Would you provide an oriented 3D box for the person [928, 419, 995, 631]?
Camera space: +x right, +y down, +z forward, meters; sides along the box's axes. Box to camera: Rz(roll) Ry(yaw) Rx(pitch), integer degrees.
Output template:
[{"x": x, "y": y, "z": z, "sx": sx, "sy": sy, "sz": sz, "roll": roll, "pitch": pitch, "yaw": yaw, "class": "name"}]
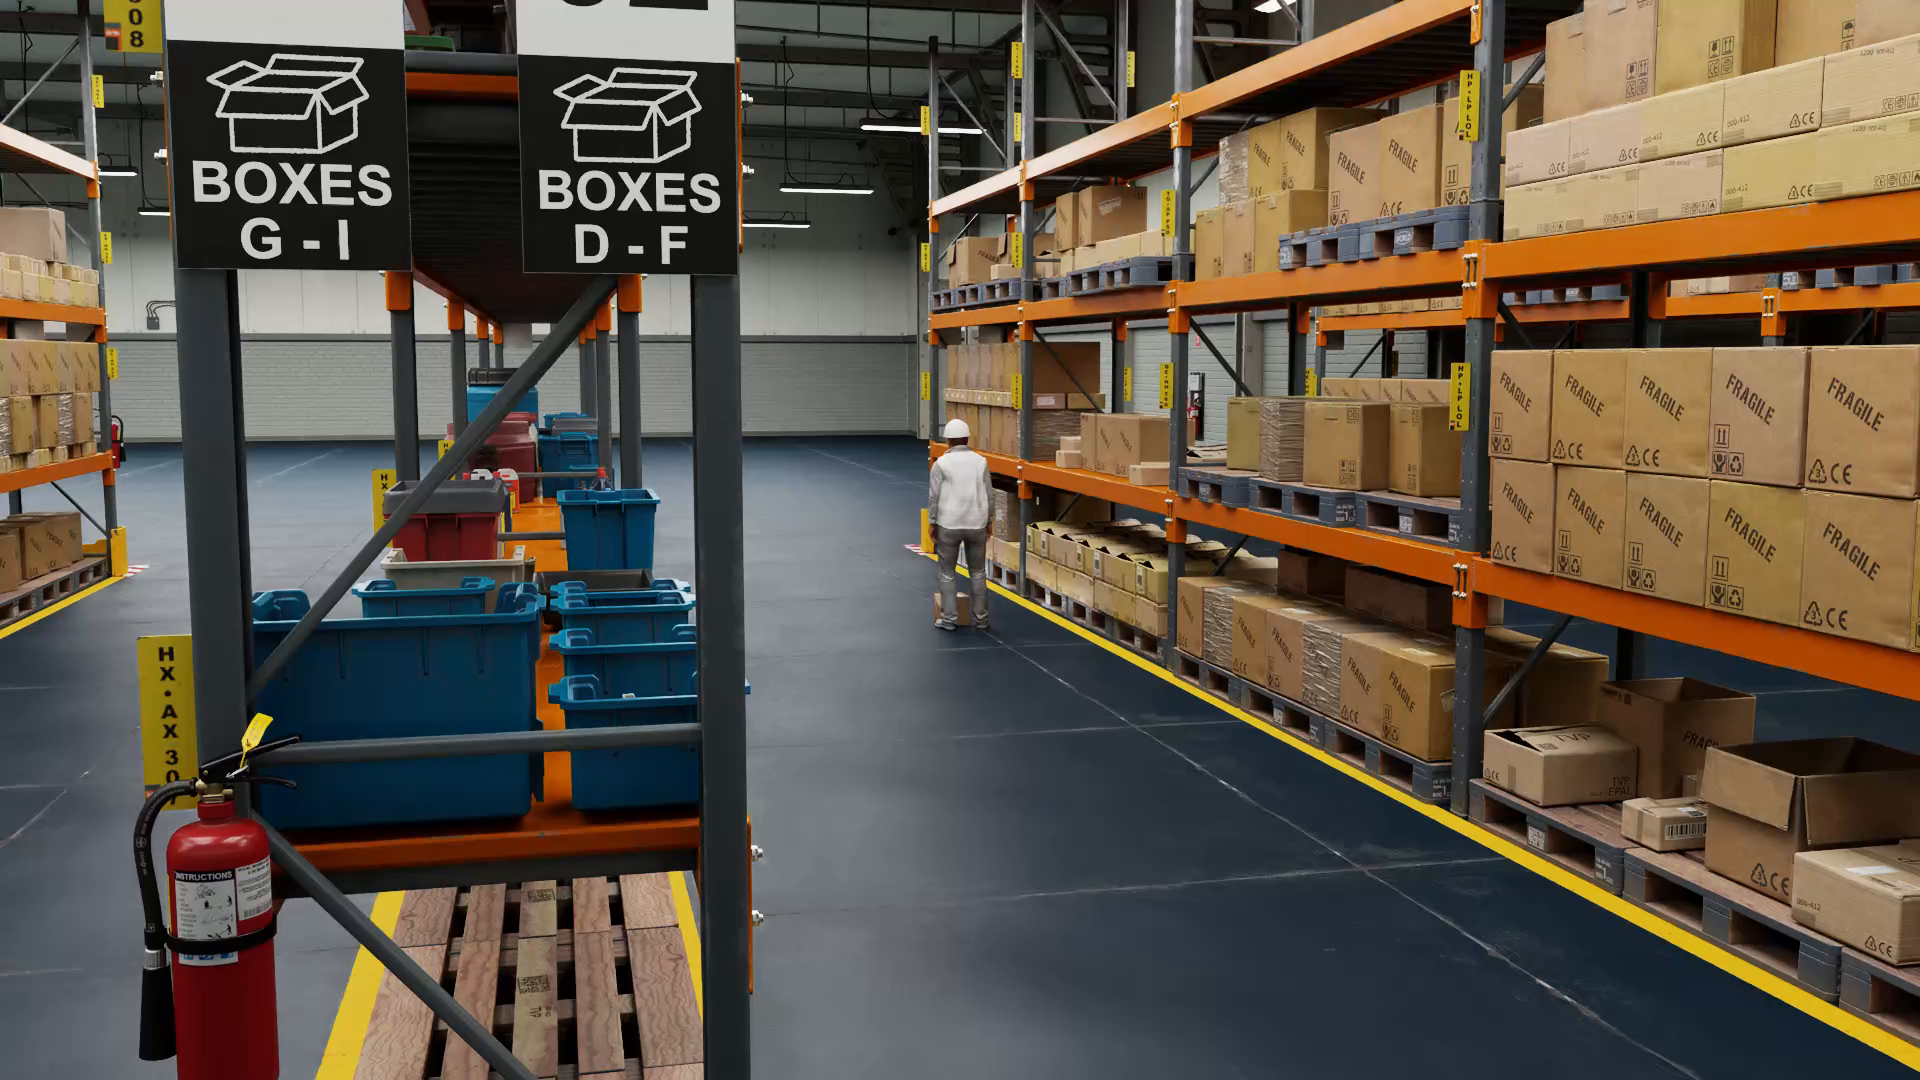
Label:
[{"x": 0.008, "y": -0.130, "z": 14.045, "sx": 0.579, "sy": 1.770, "sz": 0.462, "roll": -2, "pitch": 6, "yaw": -15, "class": "person"}]
